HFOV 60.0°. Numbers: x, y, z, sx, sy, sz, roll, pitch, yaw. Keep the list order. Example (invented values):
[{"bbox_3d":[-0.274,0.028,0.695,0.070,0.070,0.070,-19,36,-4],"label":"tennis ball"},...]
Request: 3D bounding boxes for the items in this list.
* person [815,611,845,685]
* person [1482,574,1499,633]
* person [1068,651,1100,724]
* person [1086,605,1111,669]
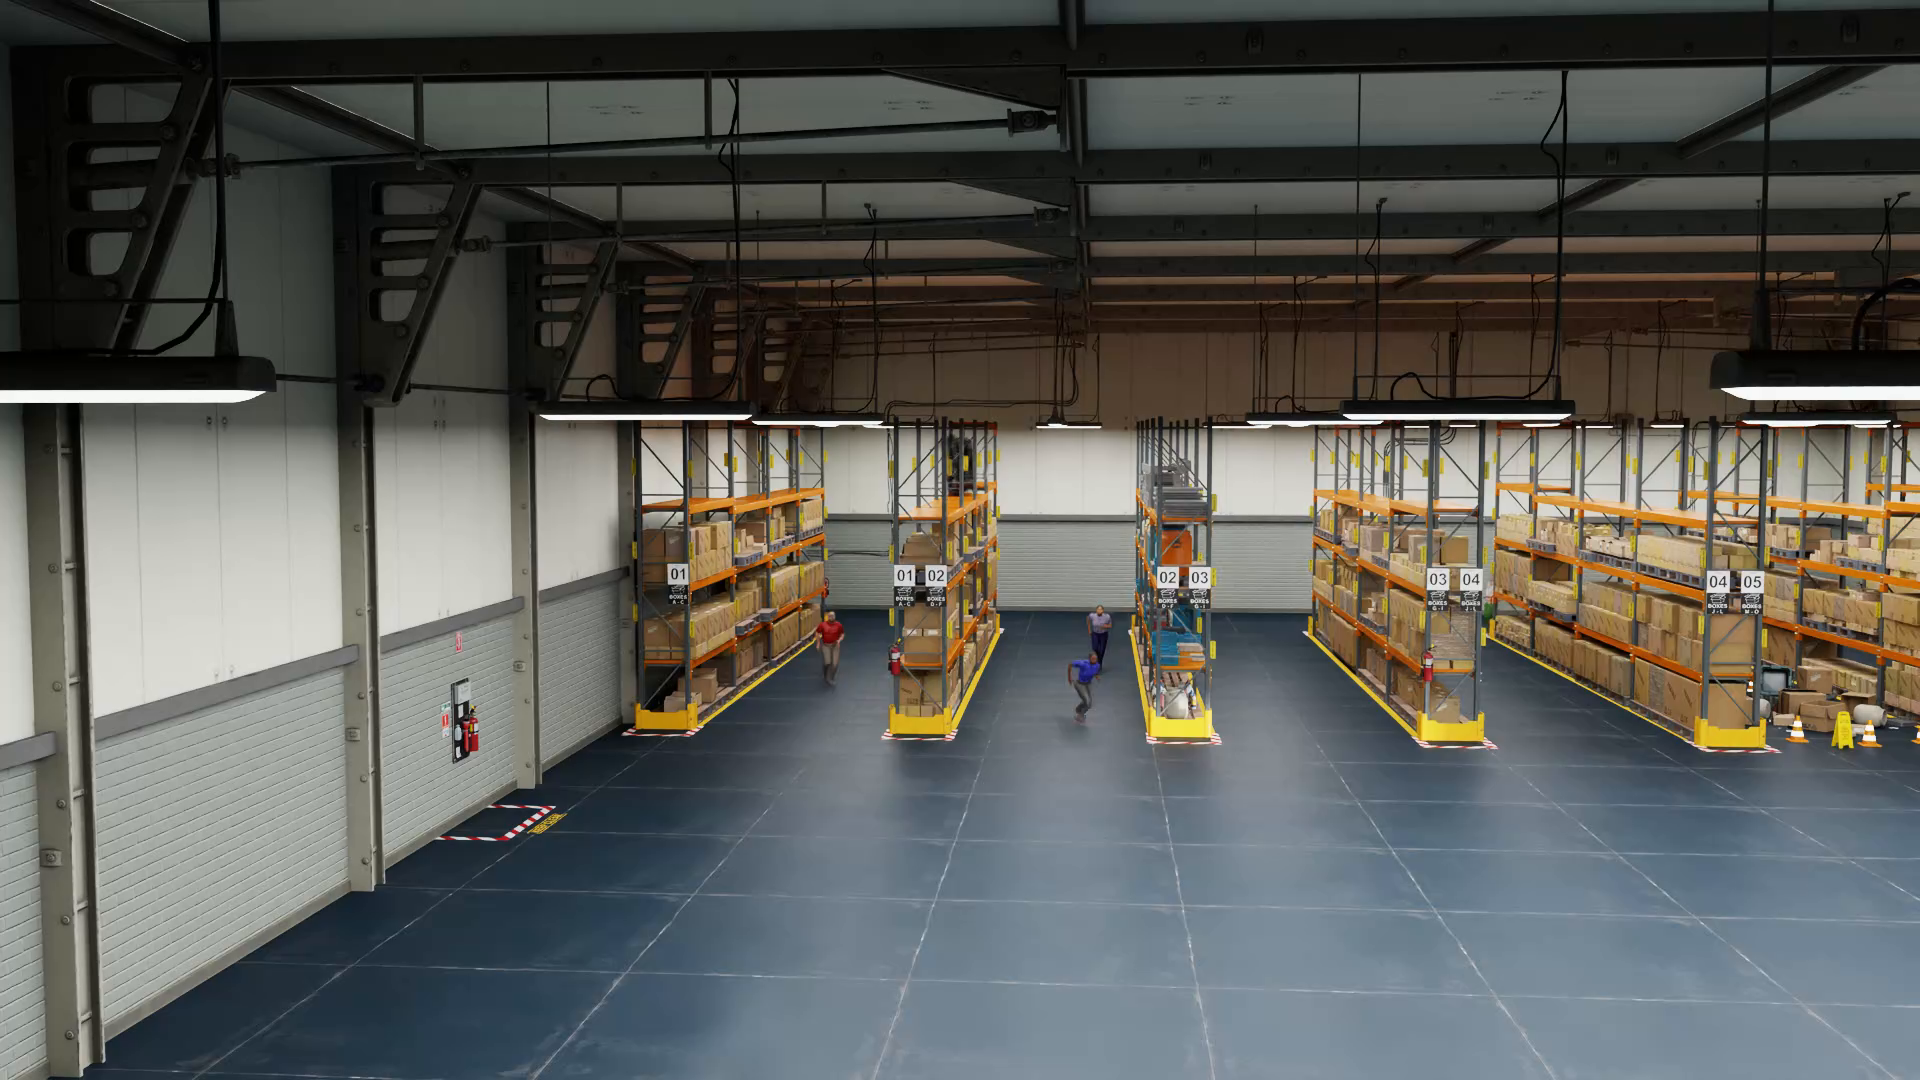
[{"bbox_3d":[-2.906,2.435,37.422,0.648,1.680,0.676,-1,4,-13],"label":"person"},{"bbox_3d":[15.212,1.786,47.294,0.648,1.736,0.657,-1,4,-20],"label":"person"},{"bbox_3d":[2.409,2.874,32.277,0.603,1.486,0.855,-2,4,-28],"label":"person"},{"bbox_3d":[3.338,2.331,39.967,0.591,1.573,0.732,0,4,1],"label":"person"}]
